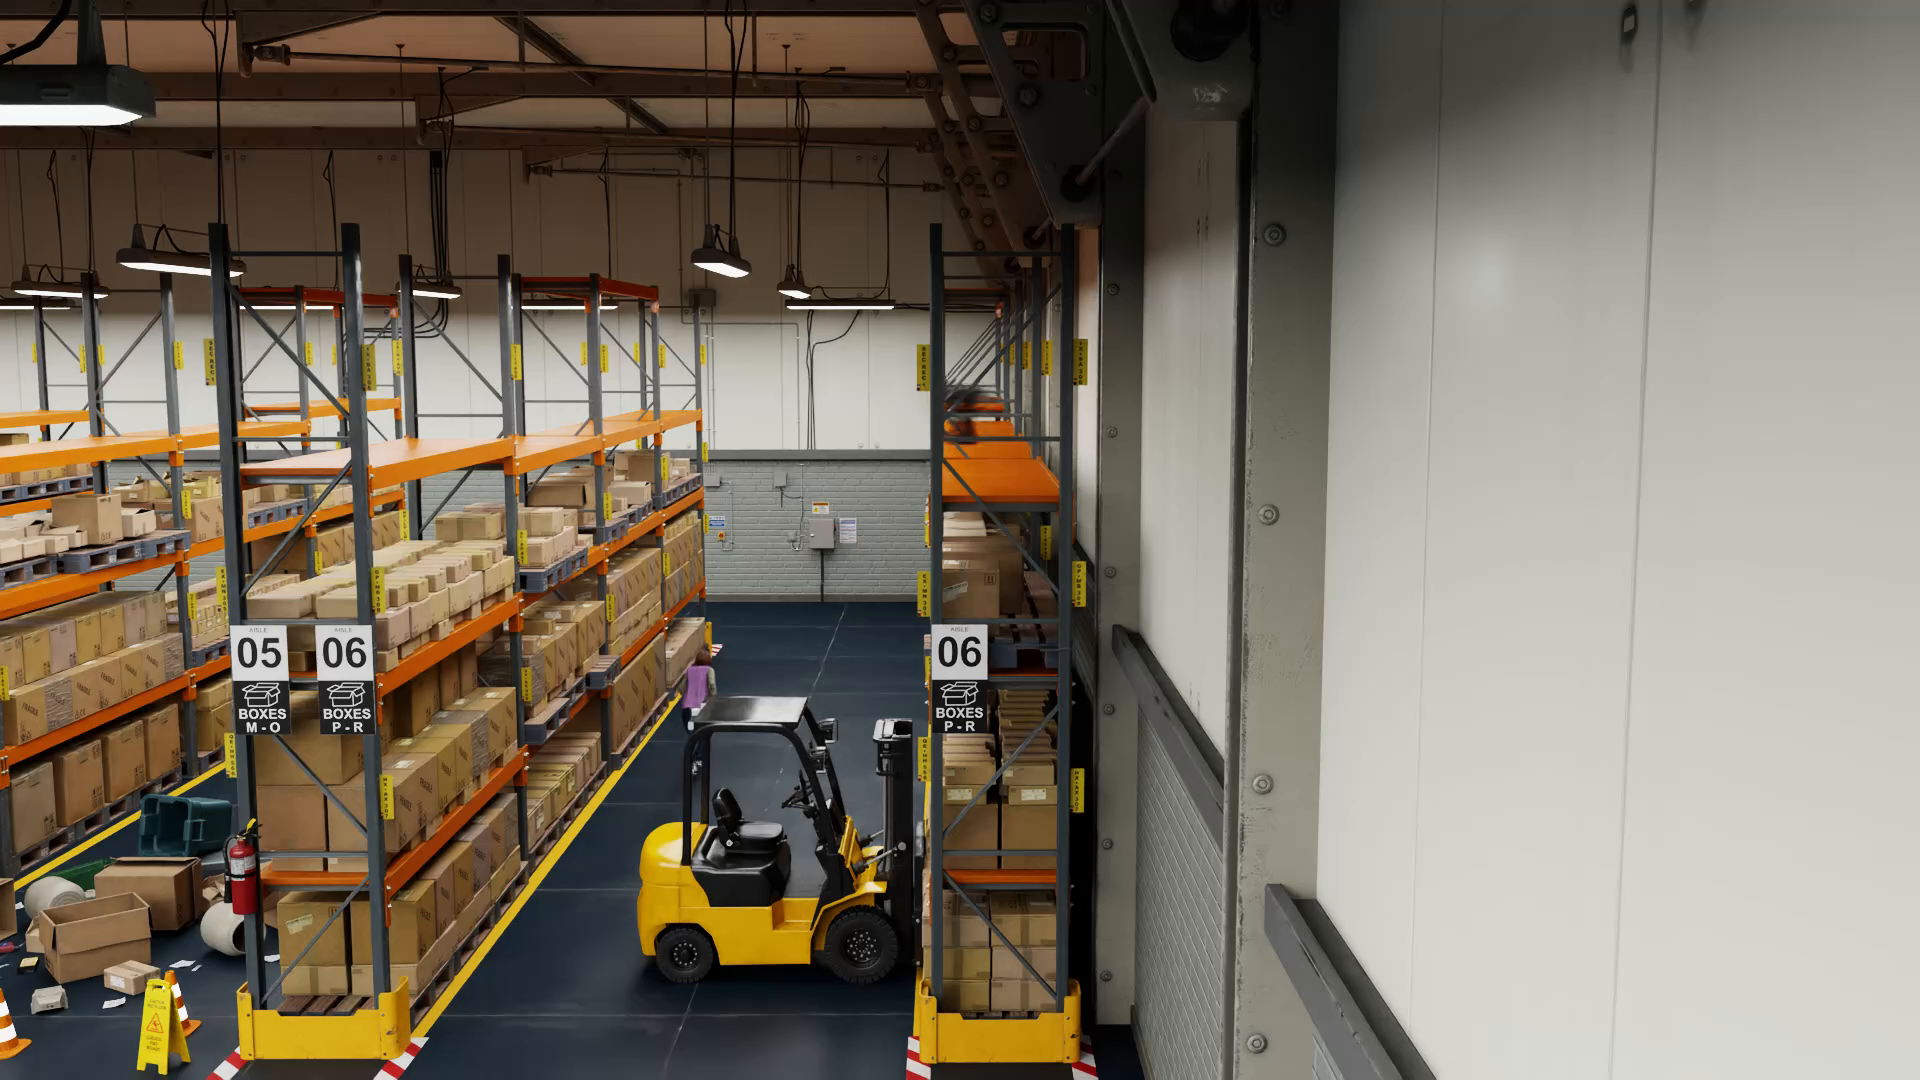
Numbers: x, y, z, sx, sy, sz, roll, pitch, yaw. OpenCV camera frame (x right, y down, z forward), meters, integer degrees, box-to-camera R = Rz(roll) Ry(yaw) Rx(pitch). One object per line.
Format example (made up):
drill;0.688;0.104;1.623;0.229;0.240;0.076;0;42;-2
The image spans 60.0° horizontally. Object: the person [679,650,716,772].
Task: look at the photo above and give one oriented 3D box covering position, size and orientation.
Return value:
person;-3.230;2.120;20.172;0.525;1.444;0.988;1;7;11
